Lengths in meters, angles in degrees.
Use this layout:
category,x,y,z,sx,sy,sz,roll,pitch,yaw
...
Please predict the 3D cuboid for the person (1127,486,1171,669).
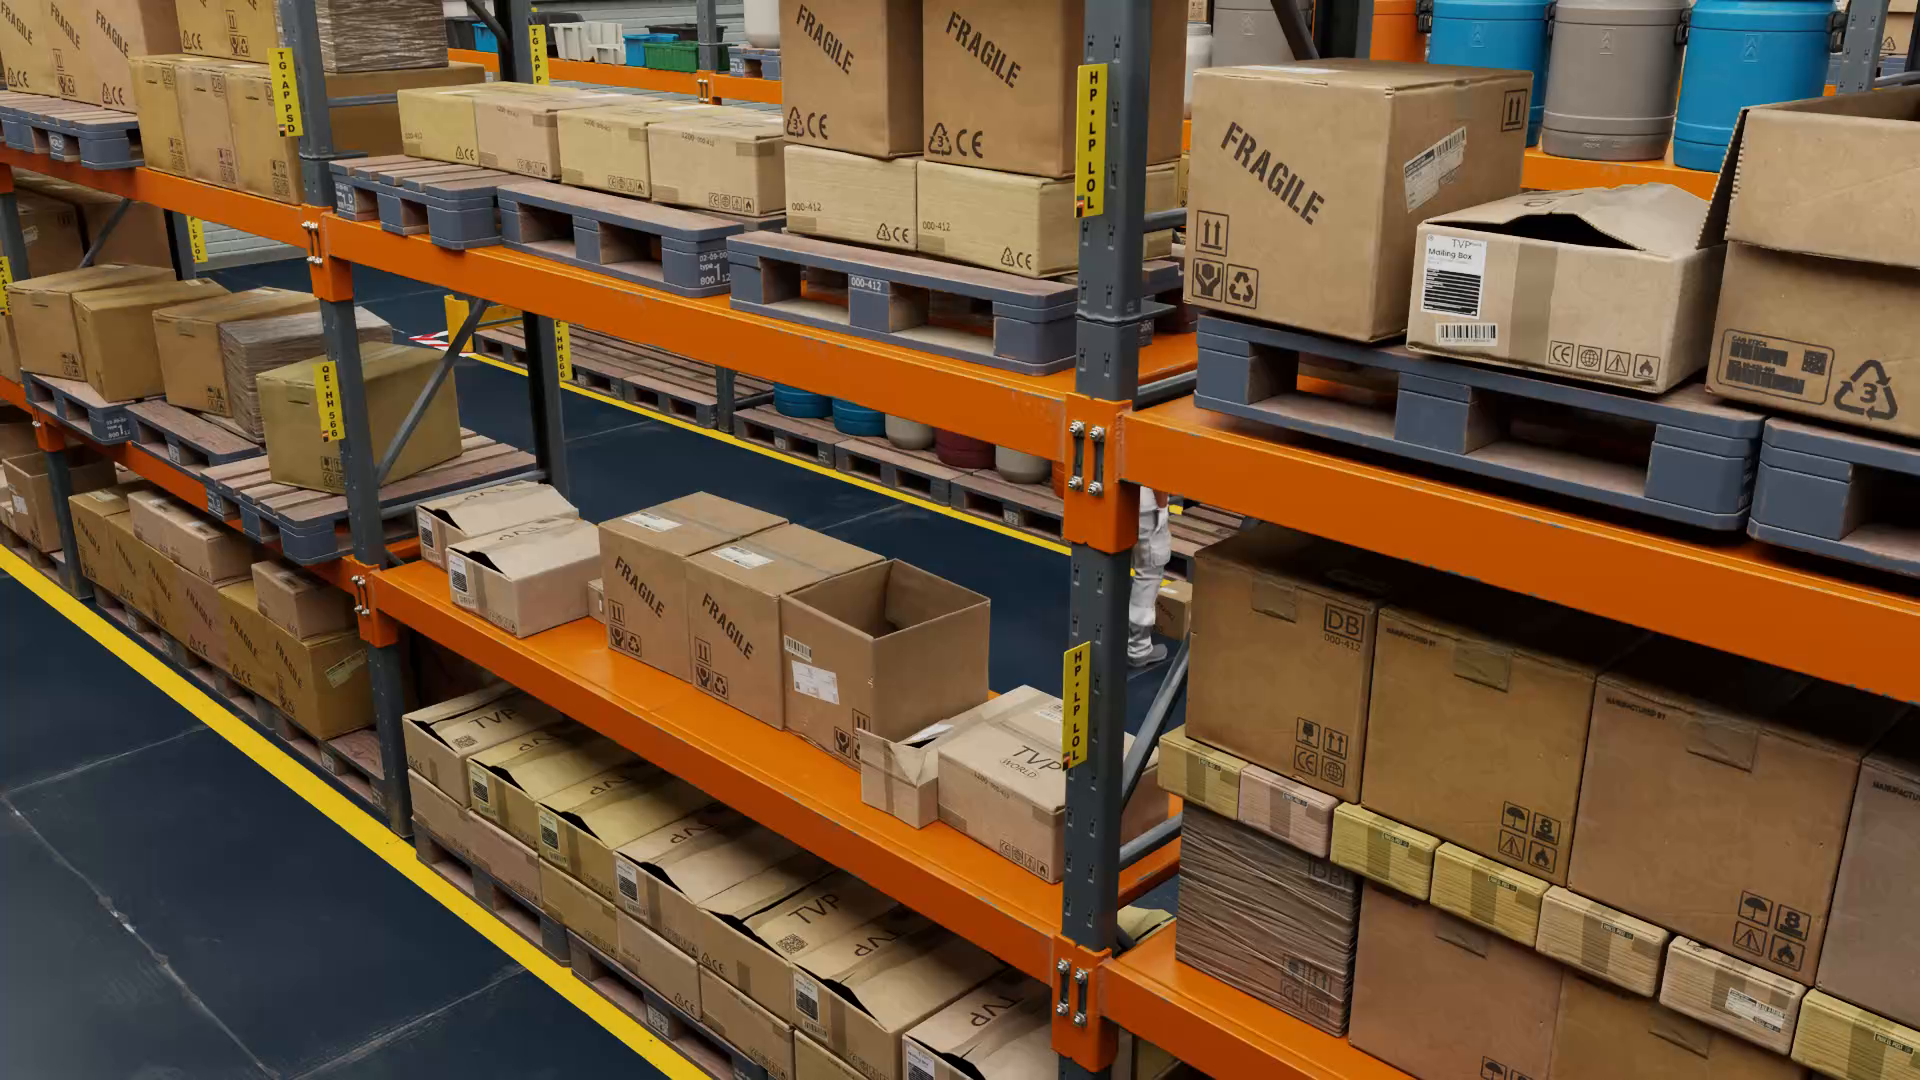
category,x,y,z,sx,sy,sz,roll,pitch,yaw
person,0.932,-0.187,9.066,0.351,1.783,0.528,-19,28,-41
